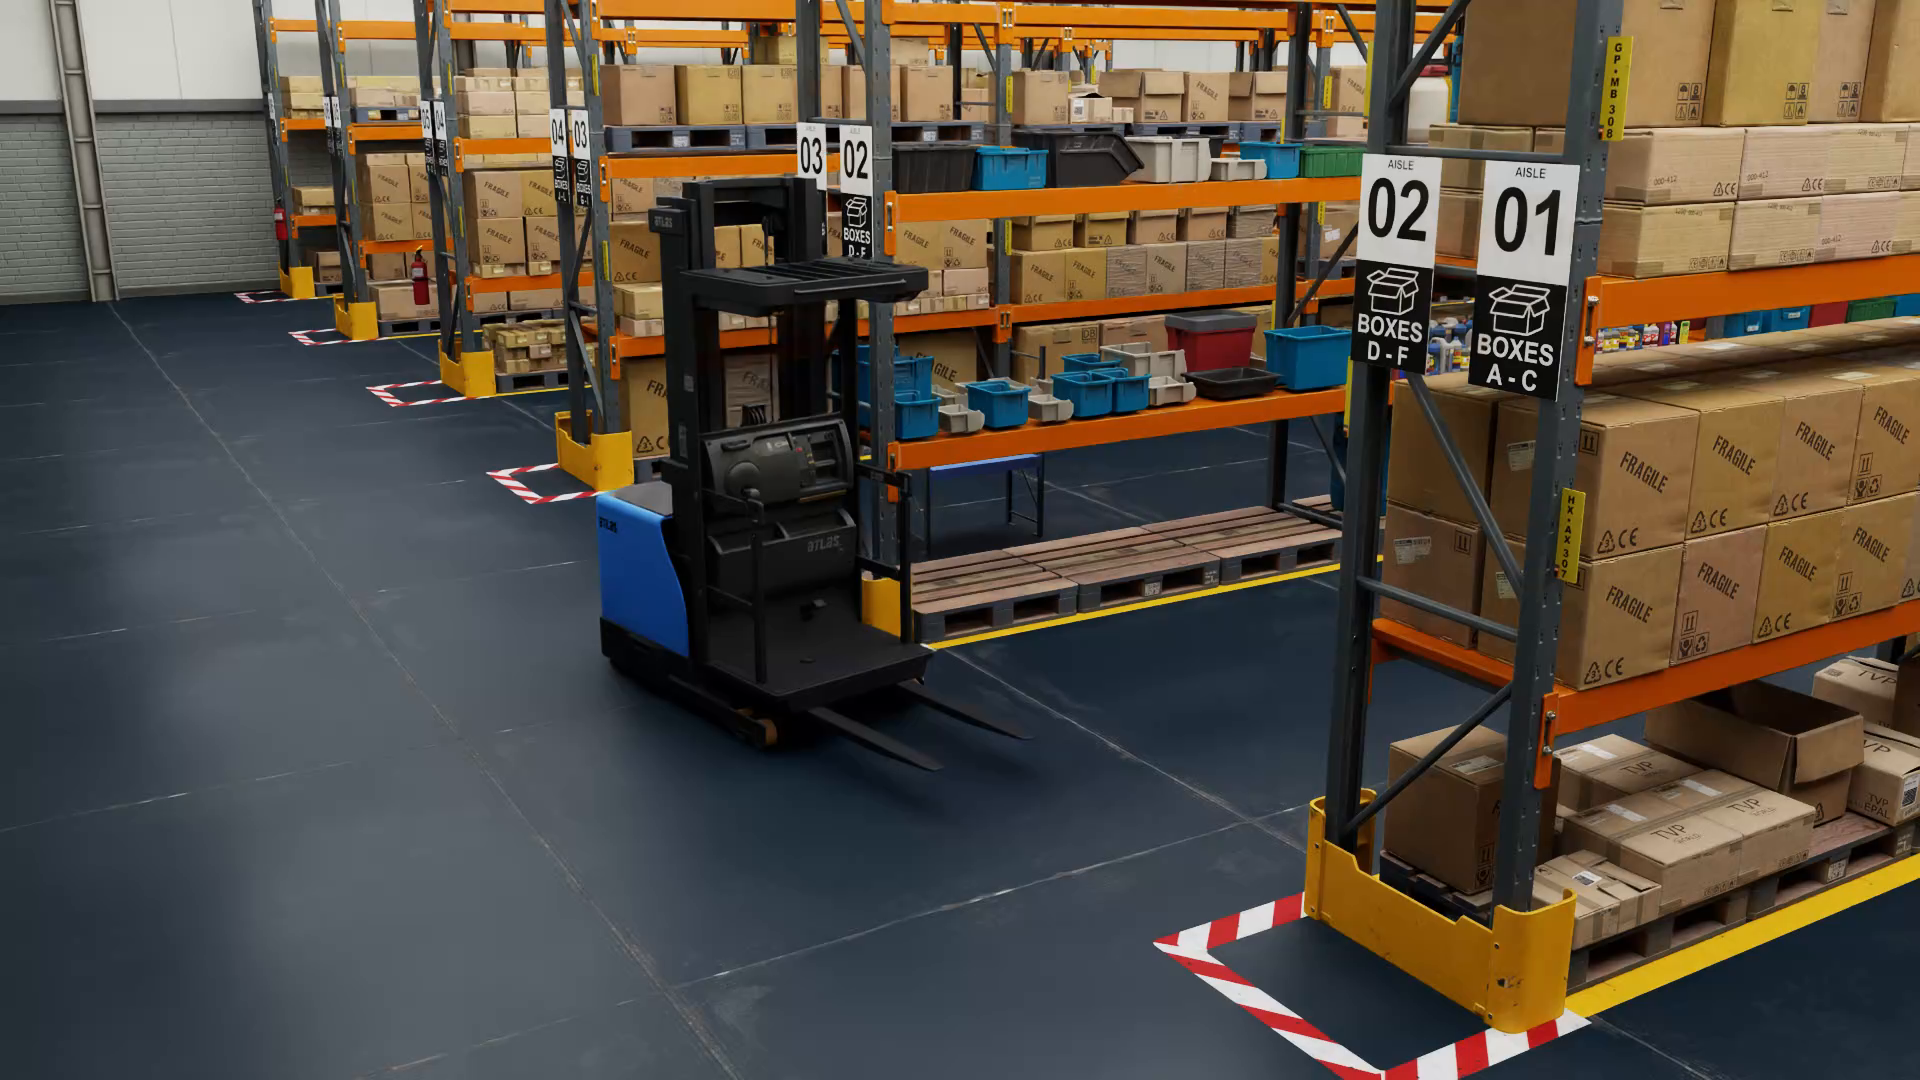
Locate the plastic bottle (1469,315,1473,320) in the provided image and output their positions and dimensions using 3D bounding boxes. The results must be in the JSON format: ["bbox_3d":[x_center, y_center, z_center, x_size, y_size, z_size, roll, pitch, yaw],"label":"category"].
[{"bbox_3d":[4.289,-1.760,13.721,0.185,0.351,0.144,-9,18,-30],"label":"plastic bottle"}]

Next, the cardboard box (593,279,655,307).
[{"bbox_3d":[-2.975,-2.216,14.986,0.500,0.250,0.500,-10,18,-31],"label":"cardboard box"}]

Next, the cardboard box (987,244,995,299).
[{"bbox_3d":[0.435,-2.749,16.974,0.500,0.500,0.500,-9,18,-30],"label":"cardboard box"}]

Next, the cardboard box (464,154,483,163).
[{"bbox_3d":[-6.791,-5.314,23.069,0.250,0.149,0.380,-9,18,-29],"label":"cardboard box"}]

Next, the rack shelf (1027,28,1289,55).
[{"bbox_3d":[2.850,-6.918,22.991,4.000,0.370,1.077,-9,18,-30],"label":"rack shelf"}]

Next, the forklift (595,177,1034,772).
[{"bbox_3d":[-0.855,-0.444,9.063,1.130,2.935,3.031,-13,20,-39],"label":"forklift"}]

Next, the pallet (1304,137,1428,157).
[{"bbox_3d":[3.347,-2.912,12.532,1.003,0.211,1.213,-9,18,-30],"label":"pallet"}]

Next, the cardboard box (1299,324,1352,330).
[{"bbox_3d":[4.168,-2.235,19.140,0.500,0.500,0.700,-10,19,-33],"label":"cardboard box"}]

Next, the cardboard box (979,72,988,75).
[{"bbox_3d":[0.634,-7.536,27.251,0.500,0.250,0.500,-9,18,-29],"label":"cardboard box"}]

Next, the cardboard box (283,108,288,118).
[{"bbox_3d":[-10.762,-6.879,26.800,0.250,0.149,0.380,-9,18,-28],"label":"cardboard box"}]

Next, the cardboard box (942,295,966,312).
[{"bbox_3d":[-0.139,-2.298,16.014,0.250,0.149,0.380,-9,18,-29],"label":"cardboard box"}]

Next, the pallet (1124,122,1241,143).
[{"bbox_3d":[2.122,-4.224,17.214,1.213,0.211,1.003,-8,18,-27],"label":"pallet"}]

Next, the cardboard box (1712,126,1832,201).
[{"bbox_3d":[2.851,-1.416,6.198,0.500,0.250,0.500,-9,18,-30],"label":"cardboard box"}]

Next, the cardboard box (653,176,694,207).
[{"bbox_3d":[-3.443,-4.138,19.526,0.500,0.500,0.500,-9,18,-28],"label":"cardboard box"}]

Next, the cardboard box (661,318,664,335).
[{"bbox_3d":[-2.560,-1.905,14.612,0.250,0.149,0.380,-10,18,-31],"label":"cardboard box"}]

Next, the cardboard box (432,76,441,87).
[{"bbox_3d":[-8.666,-7.503,27.360,0.500,0.250,0.500,-9,18,-29],"label":"cardboard box"}]

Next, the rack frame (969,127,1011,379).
[{"bbox_3d":[0.175,-2.573,16.530,0.127,3.000,1.000,-9,18,-30],"label":"rack frame"}]

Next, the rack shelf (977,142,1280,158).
[{"bbox_3d":[1.889,-3.949,17.214,4.000,0.370,1.077,-9,18,-30],"label":"rack shelf"}]

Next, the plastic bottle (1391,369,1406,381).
[{"bbox_3d":[3.260,-1.323,12.287,0.133,0.283,0.061,-9,18,-30],"label":"plastic bottle"}]

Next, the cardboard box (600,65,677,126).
[{"bbox_3d":[-2.836,-3.844,14.360,0.500,0.500,0.700,-11,19,-33],"label":"cardboard box"}]

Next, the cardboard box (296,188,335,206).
[{"bbox_3d":[-10.389,-5.529,26.804,0.500,0.250,0.500,-9,18,-29],"label":"cardboard box"}]

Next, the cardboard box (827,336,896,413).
[{"bbox_3d":[-1.204,-1.553,16.053,0.875,0.875,0.875,-9,18,-30],"label":"cardboard box"}]

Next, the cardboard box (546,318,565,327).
[{"bbox_3d":[-4.742,-2.535,19.796,0.250,0.149,0.380,-10,19,-32],"label":"cardboard box"}]

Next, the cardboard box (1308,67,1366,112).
[{"bbox_3d":[4.139,-4.868,18.049,0.500,0.500,0.500,-9,18,-29],"label":"cardboard box"}]

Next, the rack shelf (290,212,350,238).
[{"bbox_3d":[-9.203,-5.389,27.910,4.000,0.370,1.077,-9,18,-30],"label":"rack shelf"}]

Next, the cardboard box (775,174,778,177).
[{"bbox_3d":[-3.111,-5.609,25.325,0.500,0.500,0.500,-10,18,-31],"label":"cardboard box"}]

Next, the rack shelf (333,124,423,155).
[{"bbox_3d":[-6.643,-5.685,23.410,4.000,0.370,1.077,-9,18,-30],"label":"rack shelf"}]

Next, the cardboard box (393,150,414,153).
[{"bbox_3d":[-7.770,-5.344,23.176,0.250,0.149,0.380,-9,18,-30],"label":"cardboard box"}]

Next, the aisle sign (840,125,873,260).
[{"bbox_3d":[-0.612,-2.044,9.827,0.004,0.787,0.394,-9,18,-30],"label":"aisle sign"}]

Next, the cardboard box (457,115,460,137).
[{"bbox_3d":[-5.468,-4.675,18.750,0.500,0.250,0.500,-10,18,-31],"label":"cardboard box"}]

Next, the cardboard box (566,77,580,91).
[{"bbox_3d":[-4.454,-5.121,18.678,0.250,0.149,0.380,-9,18,-28],"label":"cardboard box"}]

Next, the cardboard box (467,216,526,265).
[{"bbox_3d":[-5.195,-3.368,18.631,0.500,0.500,0.500,-8,18,-27],"label":"cardboard box"}]

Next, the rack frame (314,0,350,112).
[{"bbox_3d":[-8.358,-7.198,21.916,0.127,3.000,1.000,-9,18,-30],"label":"rack frame"}]

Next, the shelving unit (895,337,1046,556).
[{"bbox_3d":[0.073,-0.734,12.750,1.048,1.500,0.538,-9,18,-30],"label":"shelving unit"}]

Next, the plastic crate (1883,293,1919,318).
[{"bbox_3d":[8.798,-2.306,15.608,0.575,0.384,0.392,-9,18,-30],"label":"plastic crate"}]

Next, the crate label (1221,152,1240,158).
[{"bbox_3d":[2.157,-2.743,12.069,0.466,0.136,0.293,-9,18,-30],"label":"crate label"}]

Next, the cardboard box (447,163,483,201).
[{"bbox_3d":[-6.923,-4.987,23.104,0.500,0.500,0.500,-9,18,-30],"label":"cardboard box"}]

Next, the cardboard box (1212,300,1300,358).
[{"bbox_3d":[3.001,-2.217,18.419,0.875,0.875,1.225,-10,19,-32],"label":"cardboard box"}]

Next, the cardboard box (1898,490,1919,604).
[{"bbox_3d":[4.097,-0.055,7.365,0.500,0.500,0.500,-9,18,-28],"label":"cardboard box"}]

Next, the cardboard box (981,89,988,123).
[{"bbox_3d":[0.355,-5.572,21.488,0.500,0.500,0.500,-9,18,-30],"label":"cardboard box"}]

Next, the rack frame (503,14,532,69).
[{"bbox_3d":[-7.488,-8.902,27.995,0.127,3.000,1.000,-9,18,-30],"label":"rack frame"}]

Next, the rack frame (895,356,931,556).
[{"bbox_3d":[-0.363,-0.663,12.498,0.032,1.500,0.500,-9,18,-30],"label":"rack frame"}]

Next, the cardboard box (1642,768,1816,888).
[{"bbox_3d":[3.314,1.239,7.211,0.500,0.250,0.500,-9,18,-30],"label":"cardboard box"}]

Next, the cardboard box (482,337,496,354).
[{"bbox_3d":[-5.416,-2.290,19.476,0.250,0.149,0.380,-10,18,-31],"label":"cardboard box"}]

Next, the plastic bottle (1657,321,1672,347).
[{"bbox_3d":[5.830,-1.740,13.774,0.133,0.283,0.061,-9,18,-30],"label":"plastic bottle"}]

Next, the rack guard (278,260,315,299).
[{"bbox_3d":[-10.852,-4.264,27.196,0.348,0.500,1.175,-9,18,-30],"label":"rack guard"}]

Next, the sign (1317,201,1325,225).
[{"bbox_3d":[3.892,-3.558,17.901,0.005,0.325,0.100,-9,18,-30],"label":"sign"}]

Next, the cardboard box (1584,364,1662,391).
[{"bbox_3d":[2.517,-0.450,6.919,0.500,0.500,0.500,-9,18,-28],"label":"cardboard box"}]

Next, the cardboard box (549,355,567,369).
[{"bbox_3d":[-4.716,-2.098,19.340,0.250,0.149,0.380,-9,18,-29],"label":"cardboard box"}]

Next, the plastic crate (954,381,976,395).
[{"bbox_3d":[0.159,-0.965,11.172,0.243,0.136,0.396,-9,18,-30],"label":"plastic crate"}]

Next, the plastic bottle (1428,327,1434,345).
[{"bbox_3d":[3.723,-1.589,13.259,0.097,0.271,0.097,0,16,0],"label":"plastic bottle"}]

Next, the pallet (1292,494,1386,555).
[{"bbox_3d":[3.409,-0.182,13.167,1.213,0.211,1.003,-9,18,-30],"label":"pallet"}]

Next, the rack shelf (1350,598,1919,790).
[{"bbox_3d":[3.559,0.344,7.457,4.000,0.370,1.077,-9,18,-30],"label":"rack shelf"}]

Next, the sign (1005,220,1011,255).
[{"bbox_3d":[0.462,-2.899,15.945,0.005,0.325,0.100,-9,18,-30],"label":"sign"}]

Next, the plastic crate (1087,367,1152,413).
[{"bbox_3d":[1.064,-1.002,11.125,0.300,0.233,0.416,-9,18,-30],"label":"plastic crate"}]

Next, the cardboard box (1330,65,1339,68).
[{"bbox_3d":[5.270,-6.812,24.120,0.250,0.149,0.380,-9,18,-30],"label":"cardboard box"}]
